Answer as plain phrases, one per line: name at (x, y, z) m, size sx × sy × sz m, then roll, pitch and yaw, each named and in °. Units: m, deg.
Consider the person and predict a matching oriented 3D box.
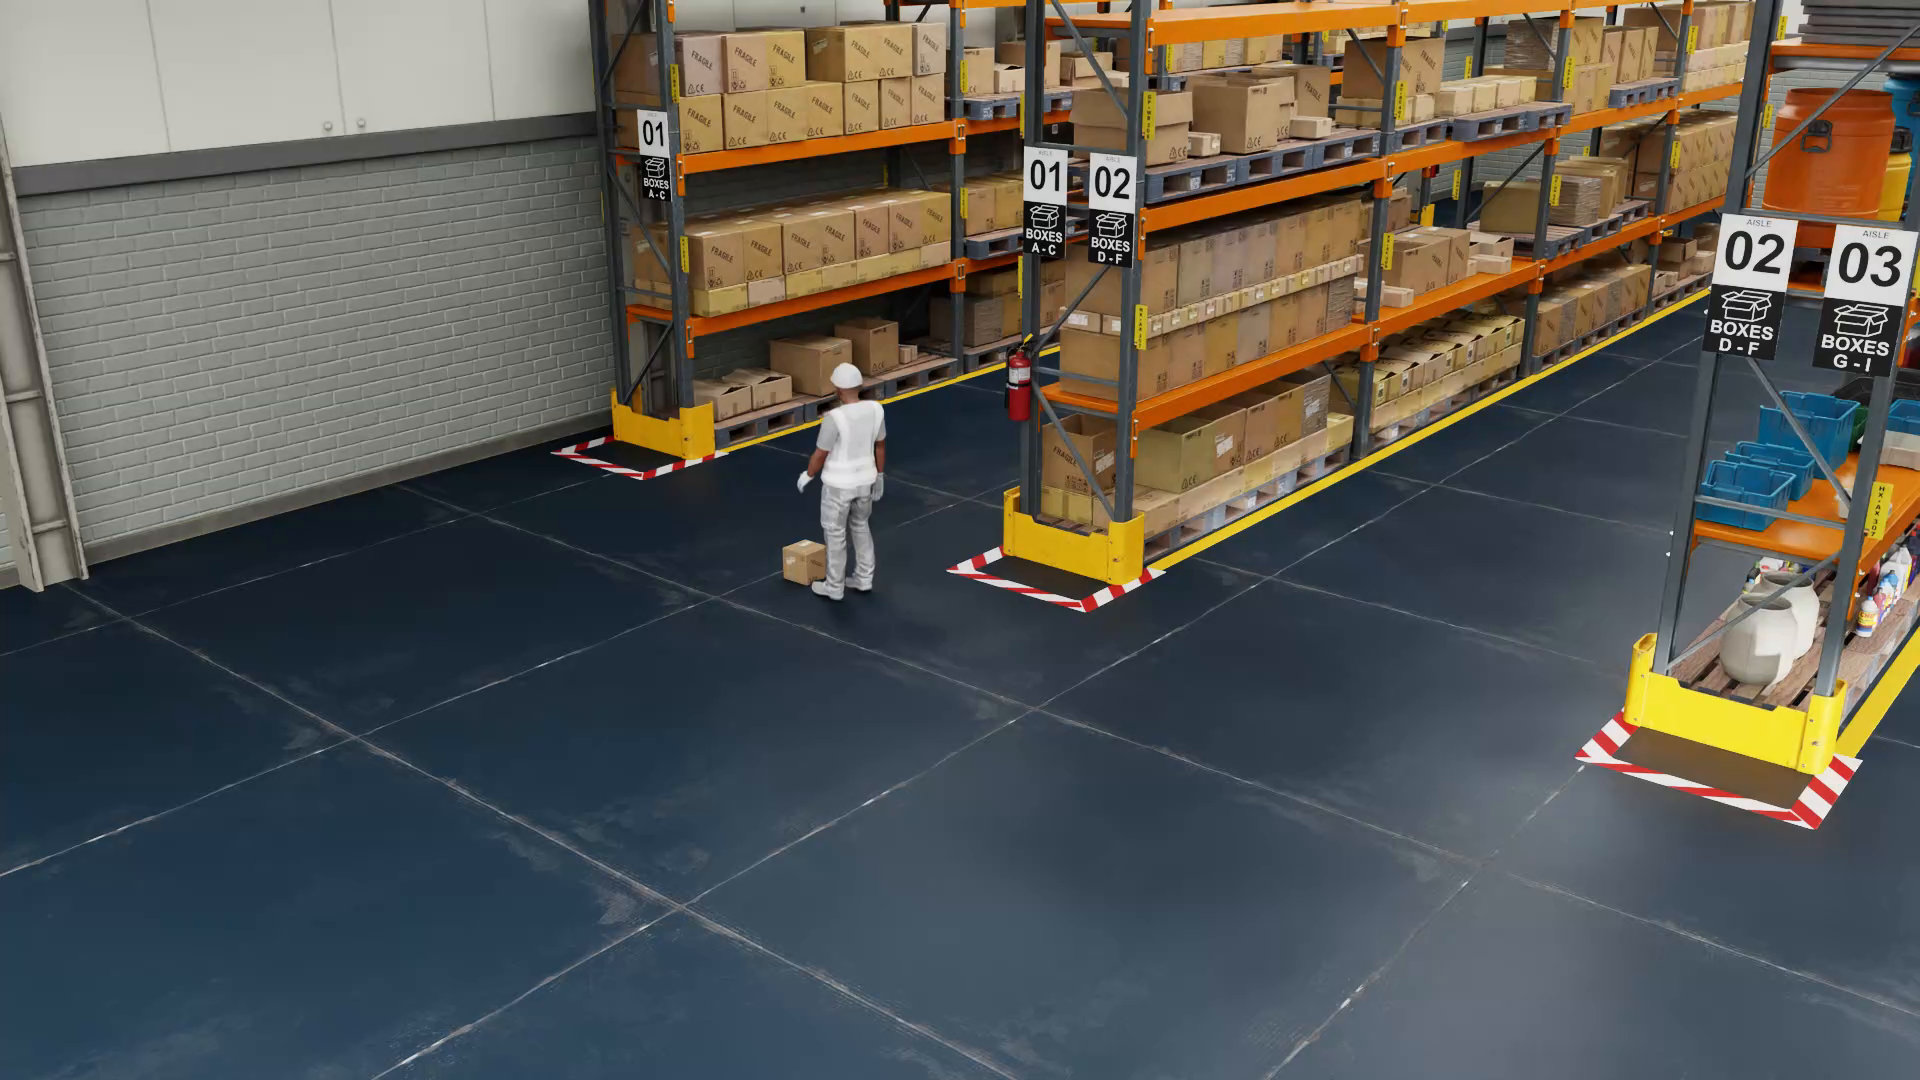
person at (-0.862, -0.427, 12.188) m, size 0.572 × 1.810 × 0.492 m, roll -18°, pitch 27°, yaw -41°
